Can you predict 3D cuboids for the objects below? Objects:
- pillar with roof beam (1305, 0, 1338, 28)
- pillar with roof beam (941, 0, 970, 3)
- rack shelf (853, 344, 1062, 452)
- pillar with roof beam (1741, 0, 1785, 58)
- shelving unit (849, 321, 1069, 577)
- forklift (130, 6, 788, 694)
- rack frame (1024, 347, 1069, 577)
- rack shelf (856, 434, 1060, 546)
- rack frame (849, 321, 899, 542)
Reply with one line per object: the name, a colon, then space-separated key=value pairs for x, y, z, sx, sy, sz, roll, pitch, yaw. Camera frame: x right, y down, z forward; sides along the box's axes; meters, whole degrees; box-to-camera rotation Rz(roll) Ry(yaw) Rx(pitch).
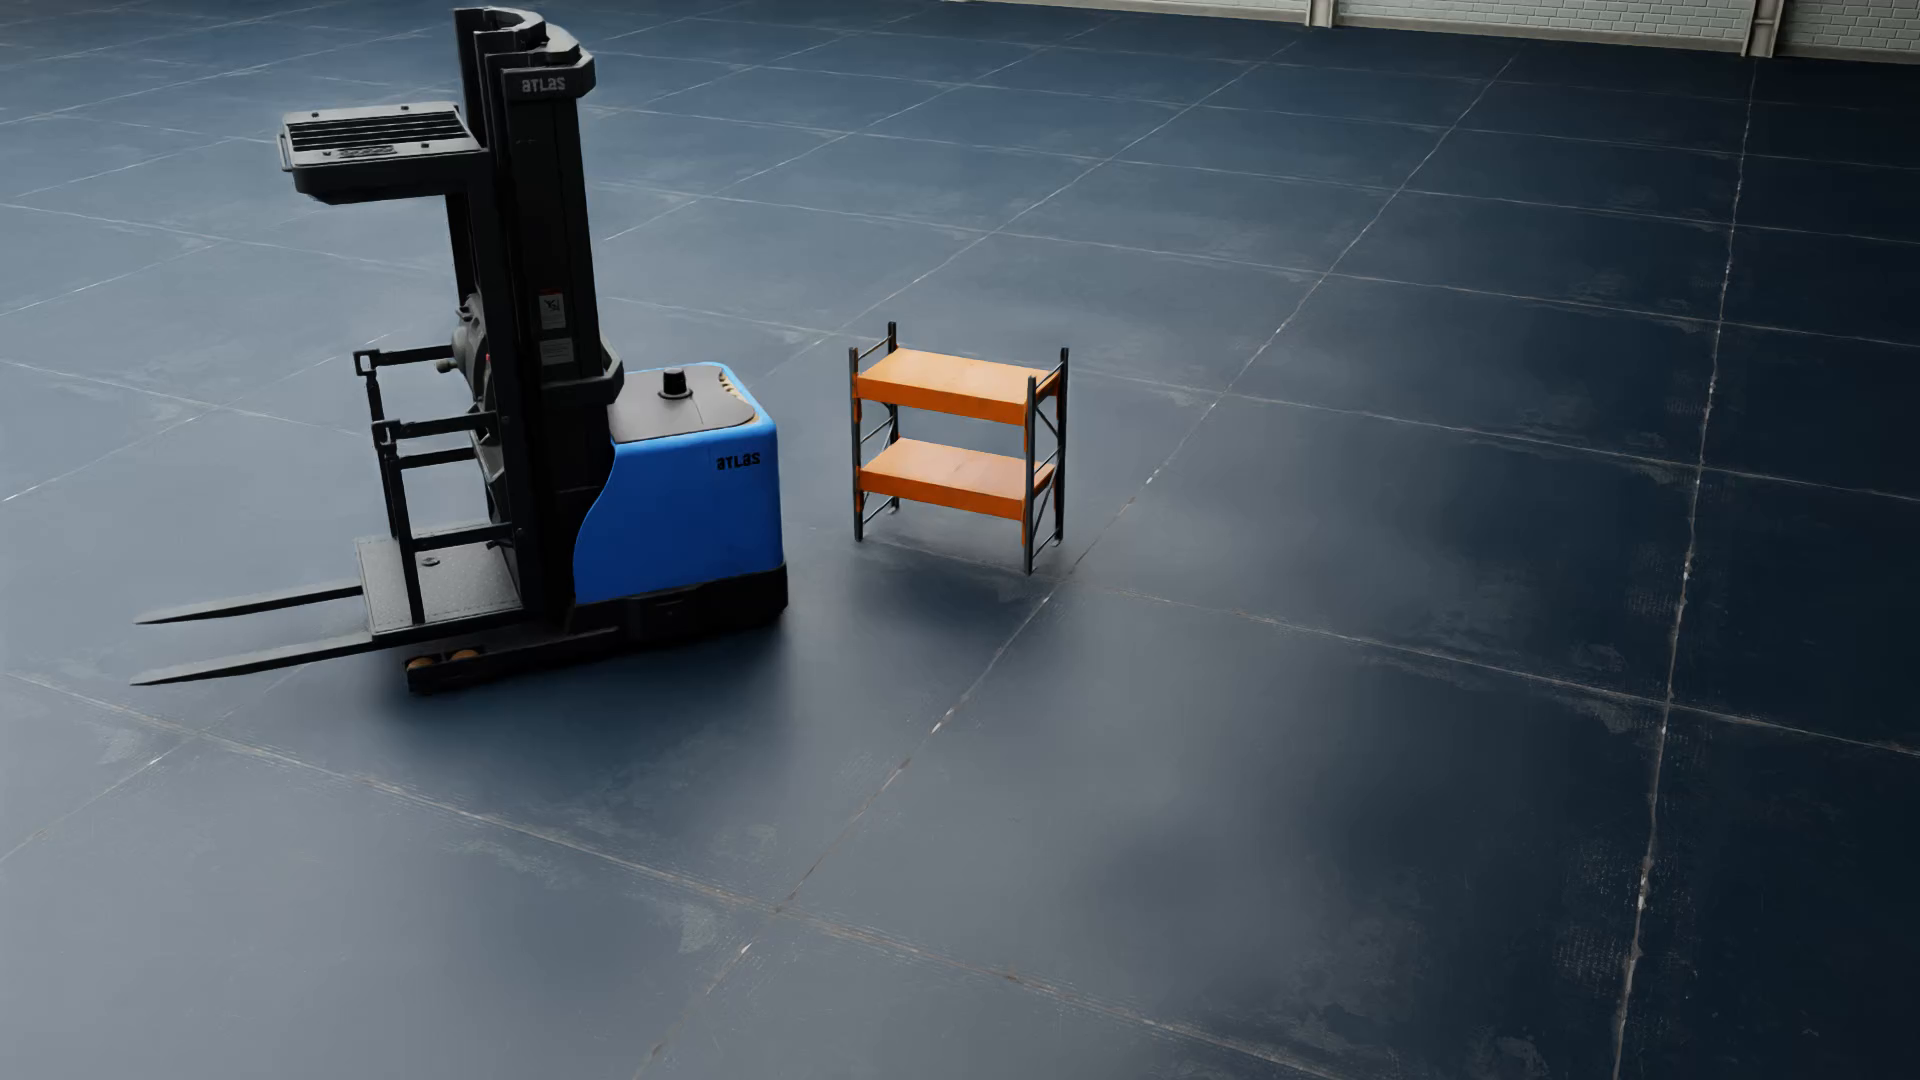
pillar with roof beam: x=3.618 y=-10.010 z=19.394 sx=0.400 sy=9.000 sz=9.100 roll=11 pitch=28 yaw=22
pillar with roof beam: x=-1.844 y=-11.107 z=21.622 sx=0.400 sy=9.000 sz=9.100 roll=11 pitch=28 yaw=22
rack shelf: x=-0.006 y=-0.768 z=8.875 sx=1.000 sy=0.278 sz=0.538 roll=11 pitch=28 yaw=22
pillar with roof beam: x=9.079 y=-8.913 z=17.166 sx=0.400 sy=9.000 sz=9.100 roll=11 pitch=28 yaw=22
shelving unit: x=-0.006 y=-0.506 z=9.004 sx=1.048 sy=1.125 sz=0.538 roll=11 pitch=28 yaw=22
forklift: x=-2.438 y=-0.860 z=7.678 sx=3.031 sy=2.935 sz=1.130 roll=-10 pitch=28 yaw=-20
rack frame: x=0.457 y=-0.413 z=8.815 sx=0.032 sy=1.125 sz=0.500 roll=11 pitch=28 yaw=22
rack shelf: x=-0.006 y=-0.287 z=9.112 sx=1.000 sy=0.278 sz=0.538 roll=11 pitch=28 yaw=22
rack frame: x=-0.469 y=-0.599 z=9.193 sx=0.032 sy=1.125 sz=0.500 roll=11 pitch=28 yaw=22
